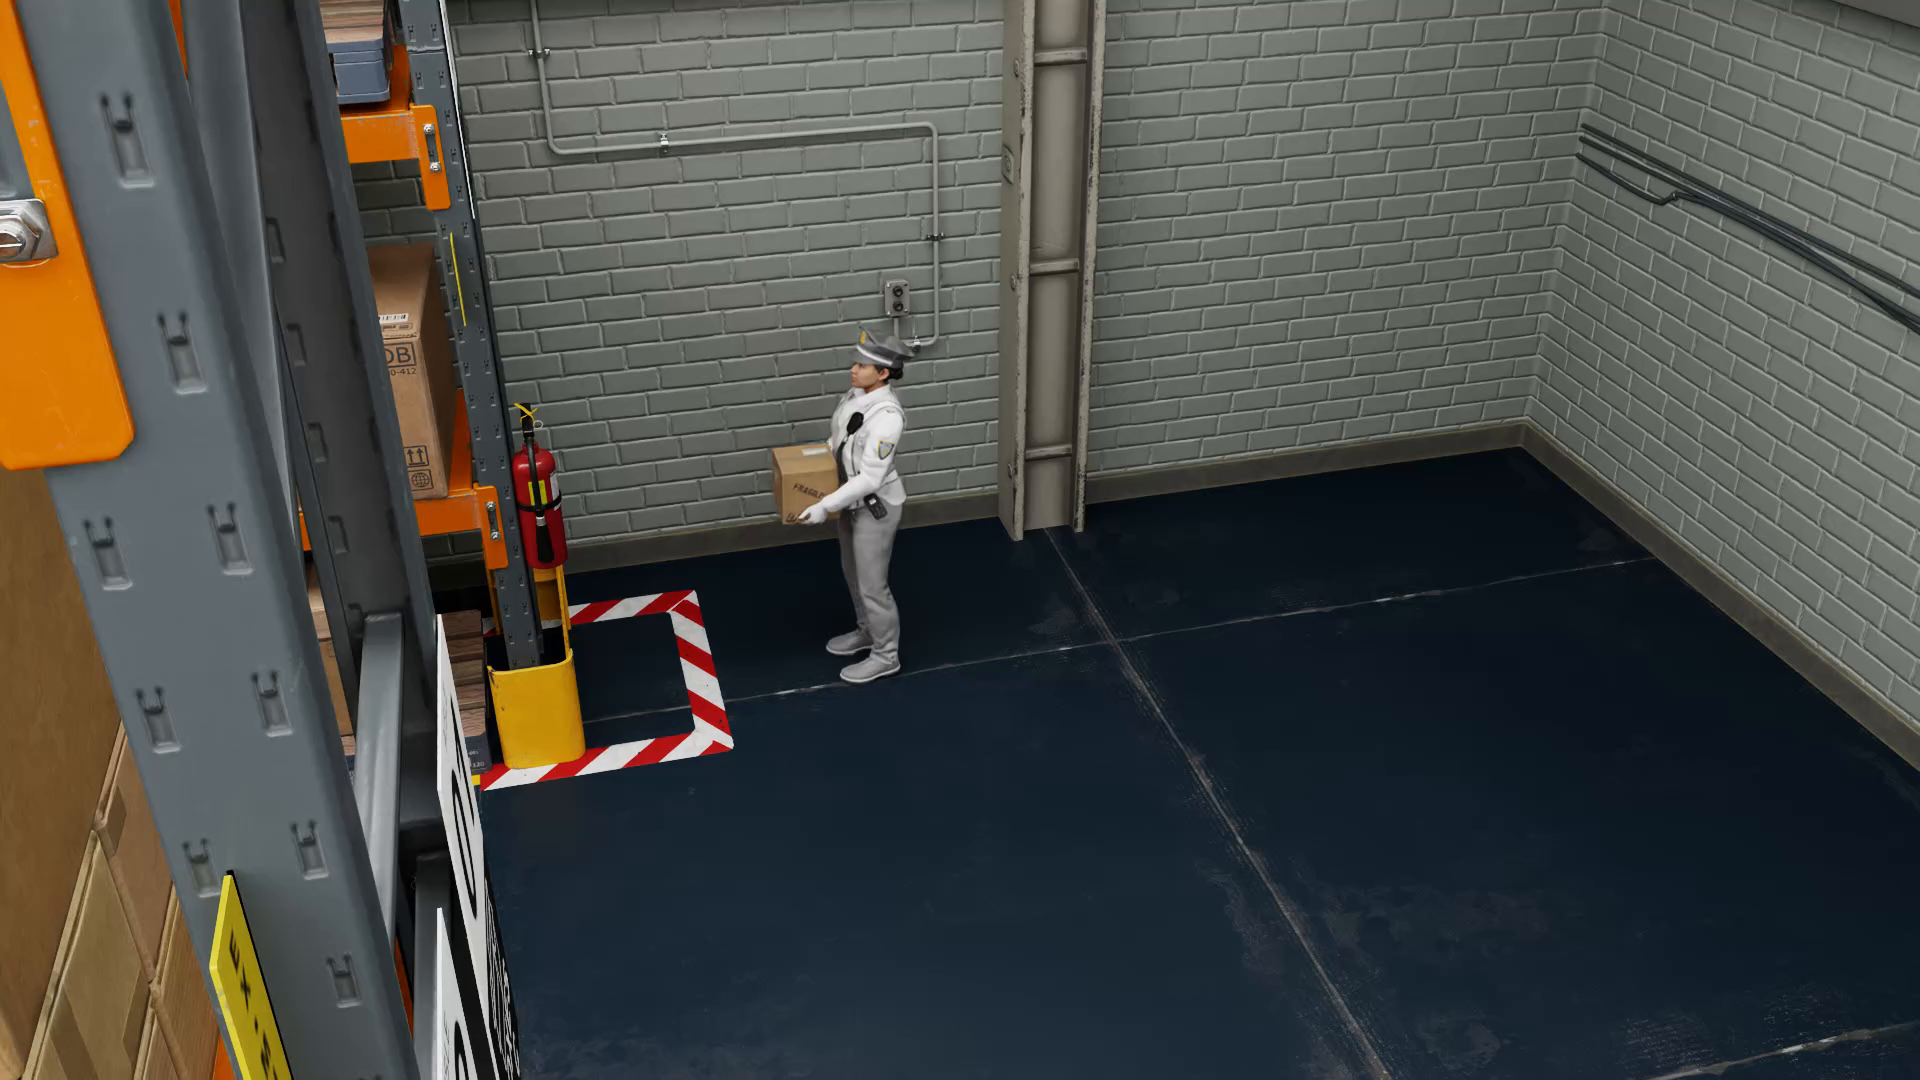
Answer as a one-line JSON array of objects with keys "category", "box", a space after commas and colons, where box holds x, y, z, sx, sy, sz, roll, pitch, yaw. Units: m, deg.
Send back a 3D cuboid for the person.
[{"category": "person", "box": [-0.471, -0.144, 7.342, 0.554, 1.695, 0.467, -10, 32, -17]}]
